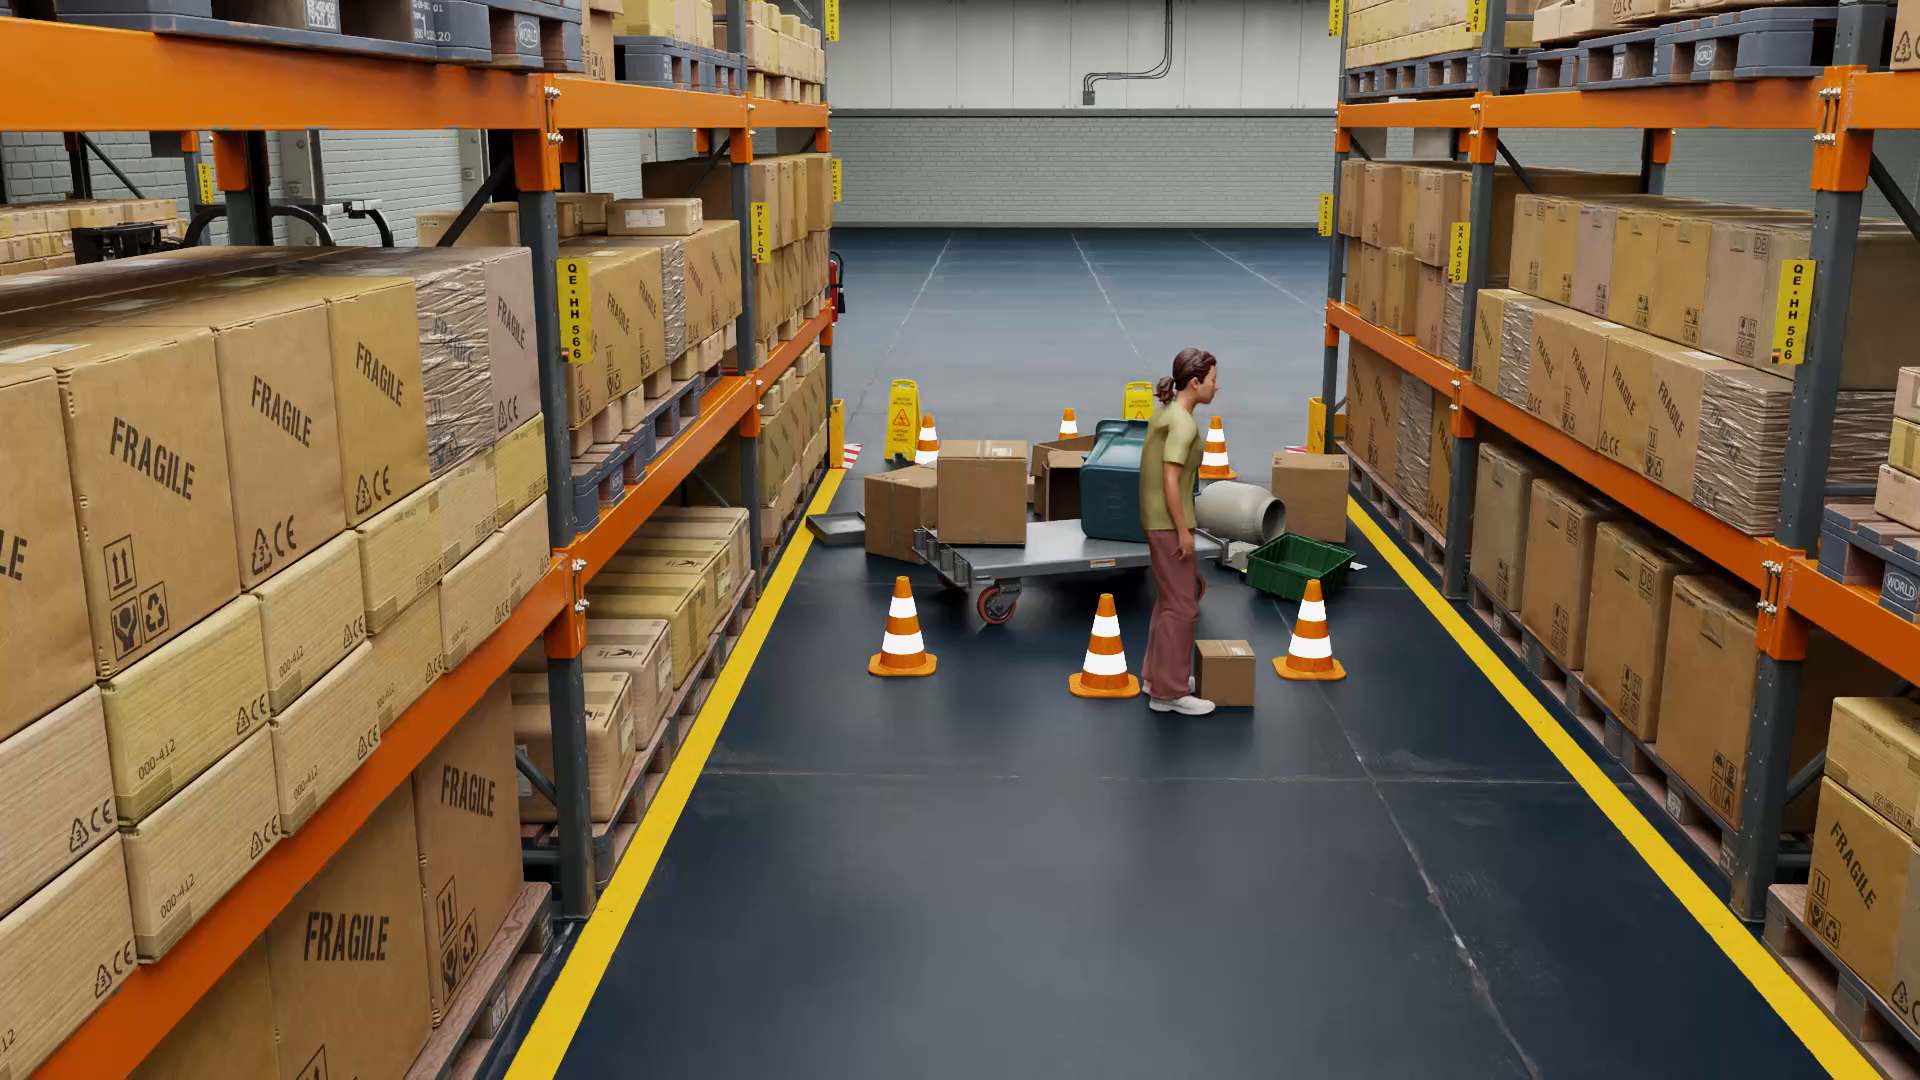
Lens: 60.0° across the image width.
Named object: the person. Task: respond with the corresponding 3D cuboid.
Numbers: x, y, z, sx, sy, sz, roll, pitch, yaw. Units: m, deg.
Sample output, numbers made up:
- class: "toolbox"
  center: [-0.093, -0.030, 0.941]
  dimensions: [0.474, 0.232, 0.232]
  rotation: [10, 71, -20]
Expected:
- class: "person"
  center: [1.009, -0.055, 7.725]
  dimensions: [0.354, 1.672, 0.506]
  rotation: [0, 14, 1]
